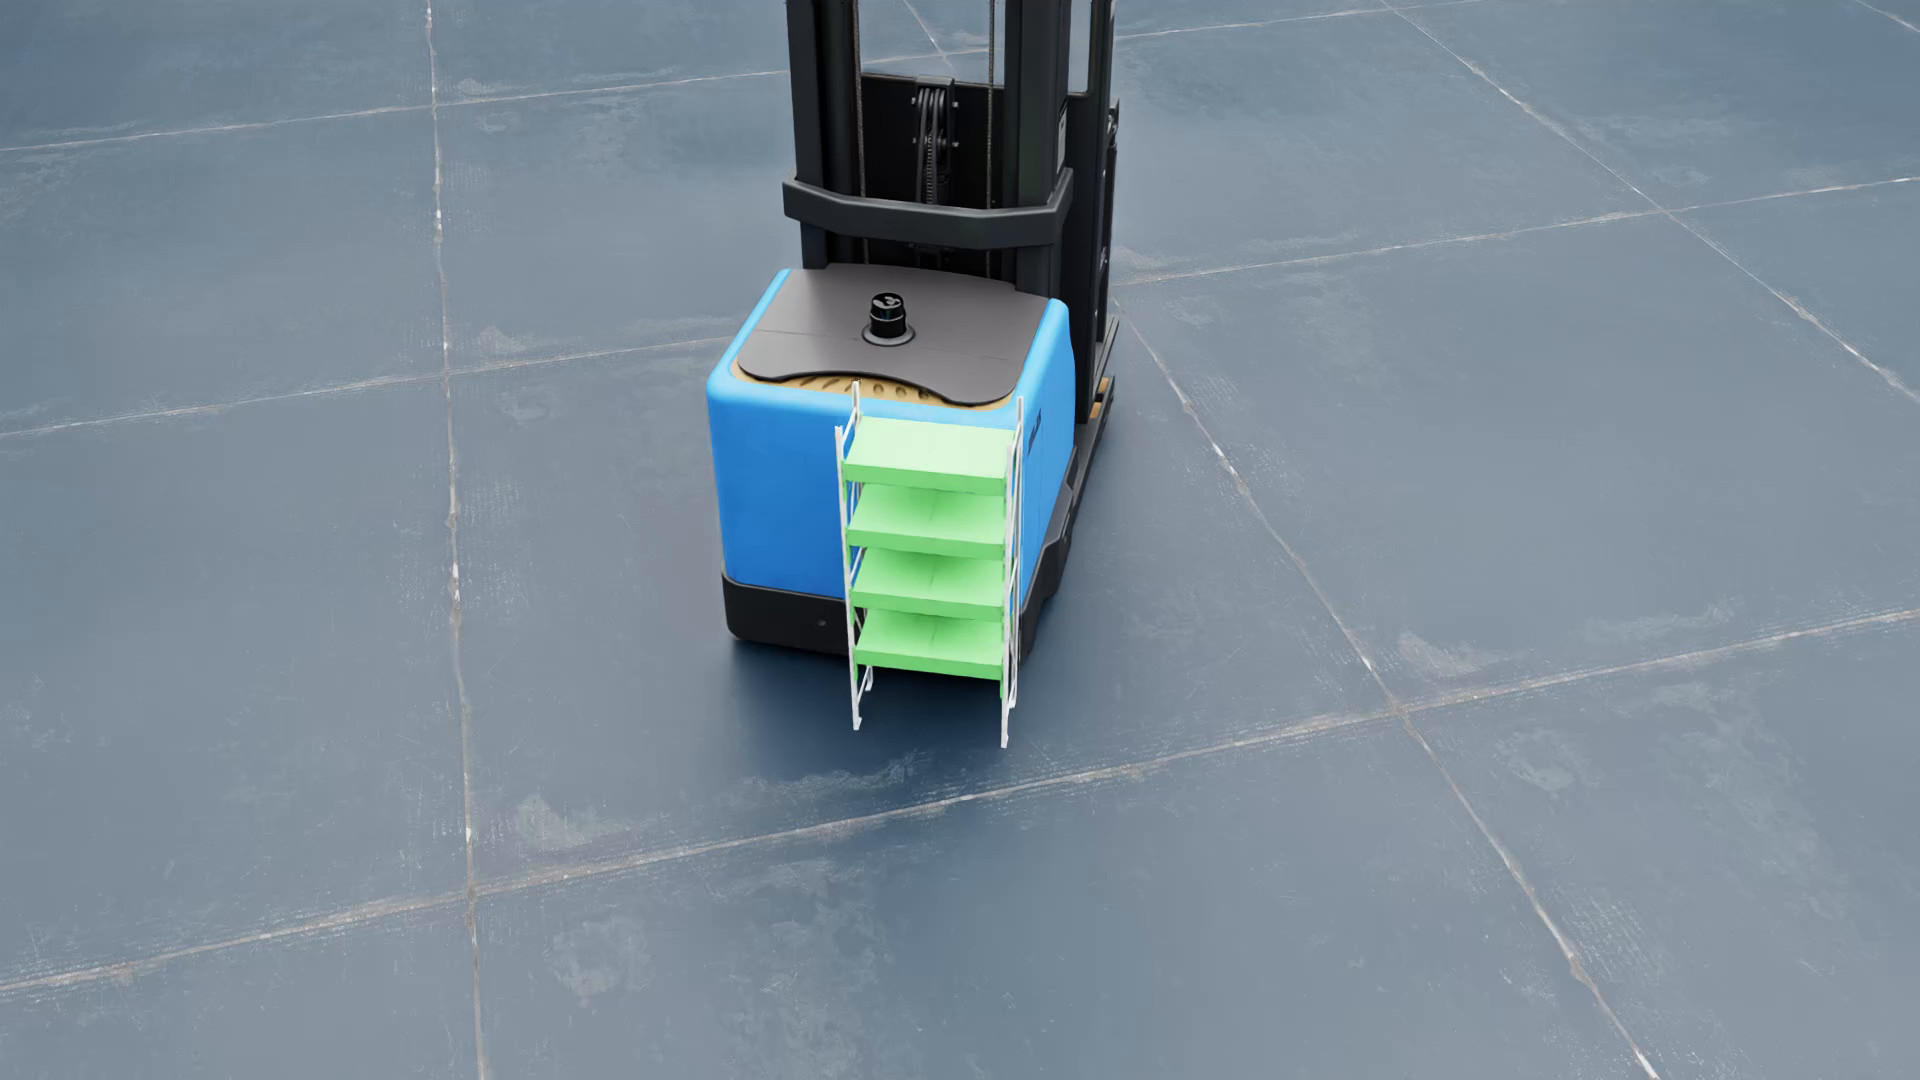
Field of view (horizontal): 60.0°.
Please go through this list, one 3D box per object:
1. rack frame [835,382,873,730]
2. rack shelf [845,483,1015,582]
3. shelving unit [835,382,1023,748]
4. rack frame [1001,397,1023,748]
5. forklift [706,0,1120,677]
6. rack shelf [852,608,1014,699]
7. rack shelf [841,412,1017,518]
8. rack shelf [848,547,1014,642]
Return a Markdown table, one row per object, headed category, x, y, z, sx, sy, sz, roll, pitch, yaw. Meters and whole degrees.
| category | x | y | z | sx | sy | sz | roll | pitch | yaw |
| --- | --- | --- | --- | --- | --- | --- | --- | --- | --- |
| rack frame | -0.323 | 0.079 | 5.154 | 0.015 | 1.200 | 0.240 | 6 | 39 | 8 |
| rack shelf | -0.083 | -0.034 | 5.012 | 0.480 | 0.148 | 0.258 | 6 | 39 | 8 |
| shelving unit | -0.082 | 0.104 | 5.122 | 0.503 | 1.200 | 0.258 | 6 | 39 | 8 |
| rack frame | 0.158 | 0.129 | 5.089 | 0.015 | 1.200 | 0.240 | 6 | 39 | 8 |
| forklift | 0.025 | -1.602 | 5.932 | 1.130 | 2.935 | 3.031 | 8 | 38 | 10 |
| rack shelf | -0.081 | 0.341 | 5.312 | 0.480 | 0.148 | 0.258 | 6 | 39 | 8 |
| rack shelf | -0.084 | -0.221 | 4.862 | 0.480 | 0.148 | 0.258 | 6 | 39 | 8 |
| rack shelf | -0.082 | 0.154 | 5.162 | 0.480 | 0.148 | 0.258 | 6 | 39 | 8 |
